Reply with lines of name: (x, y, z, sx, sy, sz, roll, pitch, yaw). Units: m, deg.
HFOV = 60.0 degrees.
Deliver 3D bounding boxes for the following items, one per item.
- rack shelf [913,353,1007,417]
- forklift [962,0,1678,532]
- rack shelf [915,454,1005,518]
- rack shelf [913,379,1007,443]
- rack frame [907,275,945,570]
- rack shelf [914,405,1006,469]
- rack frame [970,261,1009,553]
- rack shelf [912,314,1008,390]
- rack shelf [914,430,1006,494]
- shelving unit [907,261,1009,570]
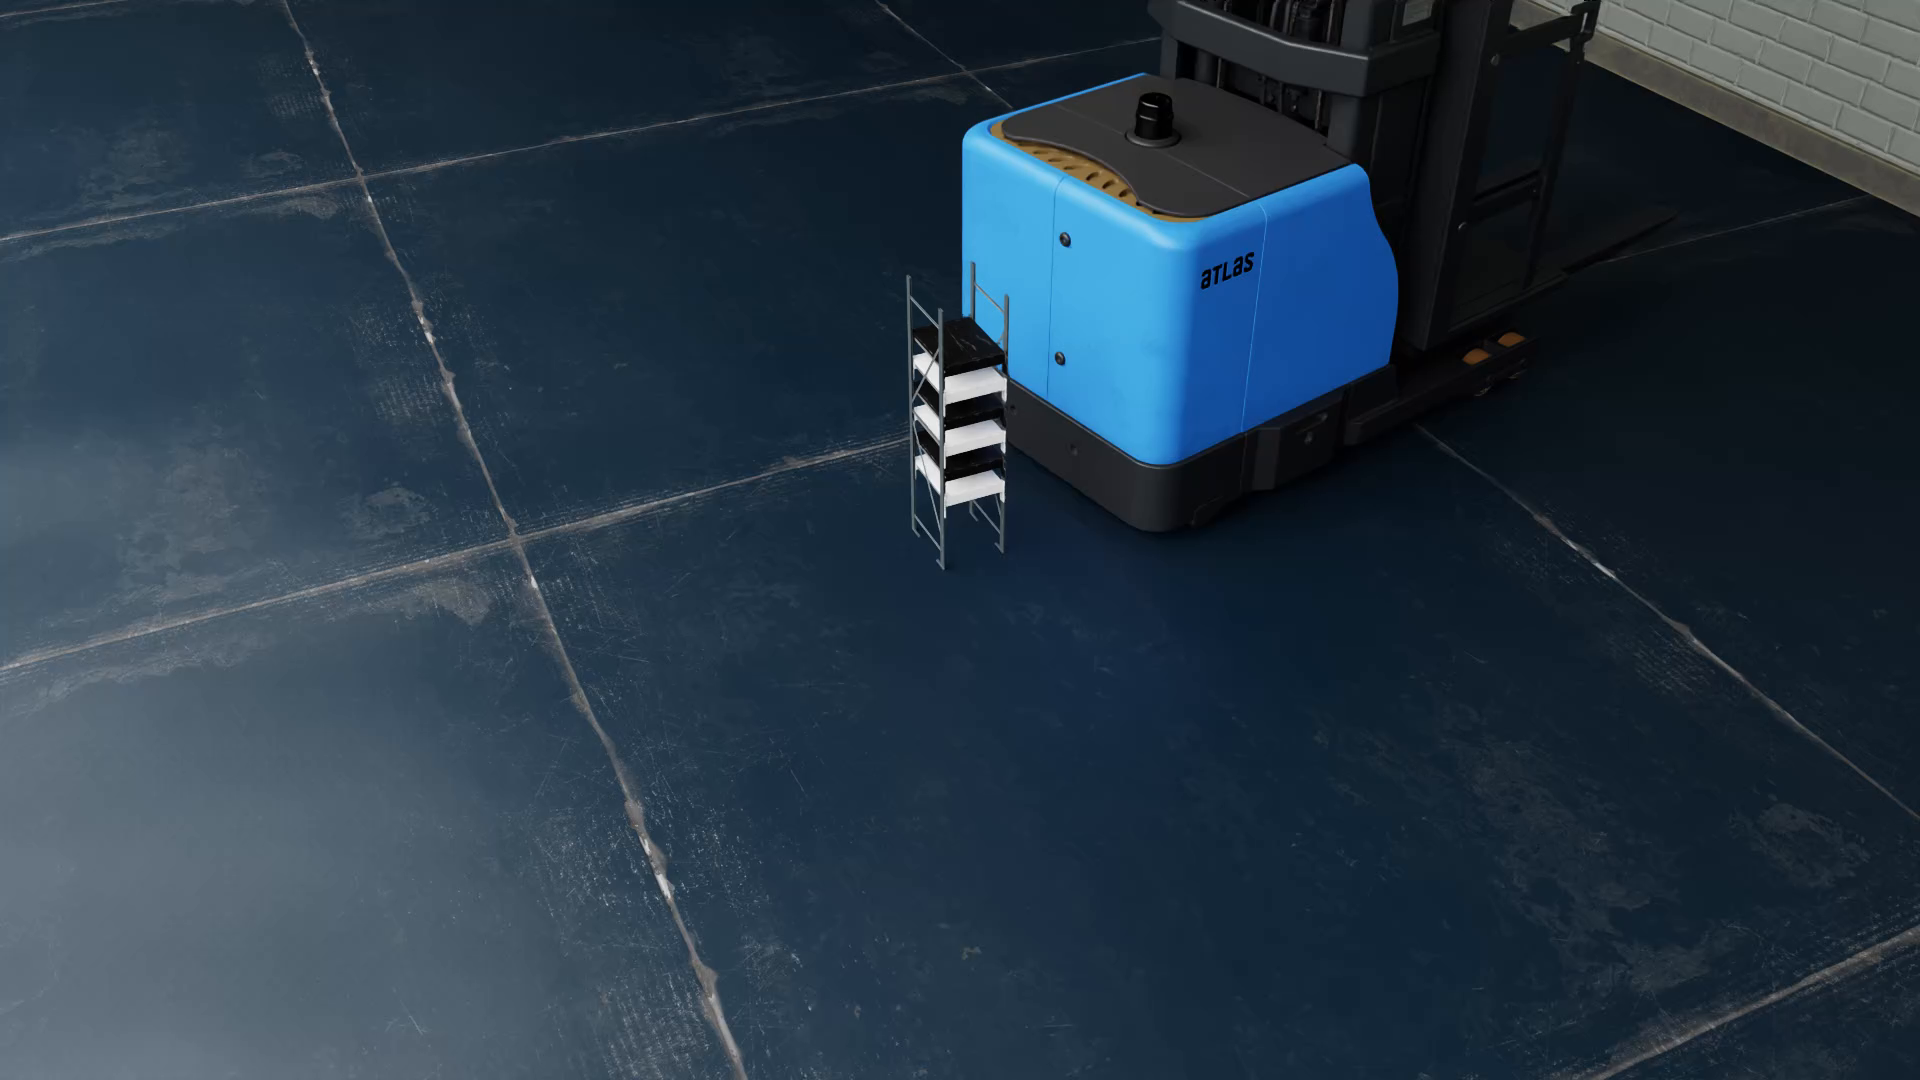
rack shelf: (-0.007, -0.477, 4.892, 0.200, 0.077, 0.258, -16, 39, -20)
forklift: (1.469, -1.917, 5.374, 3.031, 2.935, 1.130, -25, 43, -29)
rack shelf: (-0.007, -0.188, 5.106, 0.200, 0.077, 0.258, -16, 39, -20)
rack shelf: (-0.007, -0.405, 4.945, 0.200, 0.077, 0.258, -16, 39, -20)
rack frame: (-0.099, -0.334, 4.944, 0.006, 0.900, 0.240, -16, 39, -20)
rack shelf: (-0.007, -0.333, 4.999, 0.200, 0.077, 0.258, -16, 39, -20)
rack frame: (0.085, -0.385, 5.014, 0.006, 0.900, 0.240, -16, 39, -20)
rack shelf: (-0.007, -0.549, 4.838, 0.200, 0.077, 0.258, -16, 39, -20)
rack shelf: (-0.007, -0.260, 5.053, 0.200, 0.077, 0.258, -16, 39, -20)
shelving unit: (-0.007, -0.359, 4.979, 0.210, 0.900, 0.258, -16, 39, -20)
